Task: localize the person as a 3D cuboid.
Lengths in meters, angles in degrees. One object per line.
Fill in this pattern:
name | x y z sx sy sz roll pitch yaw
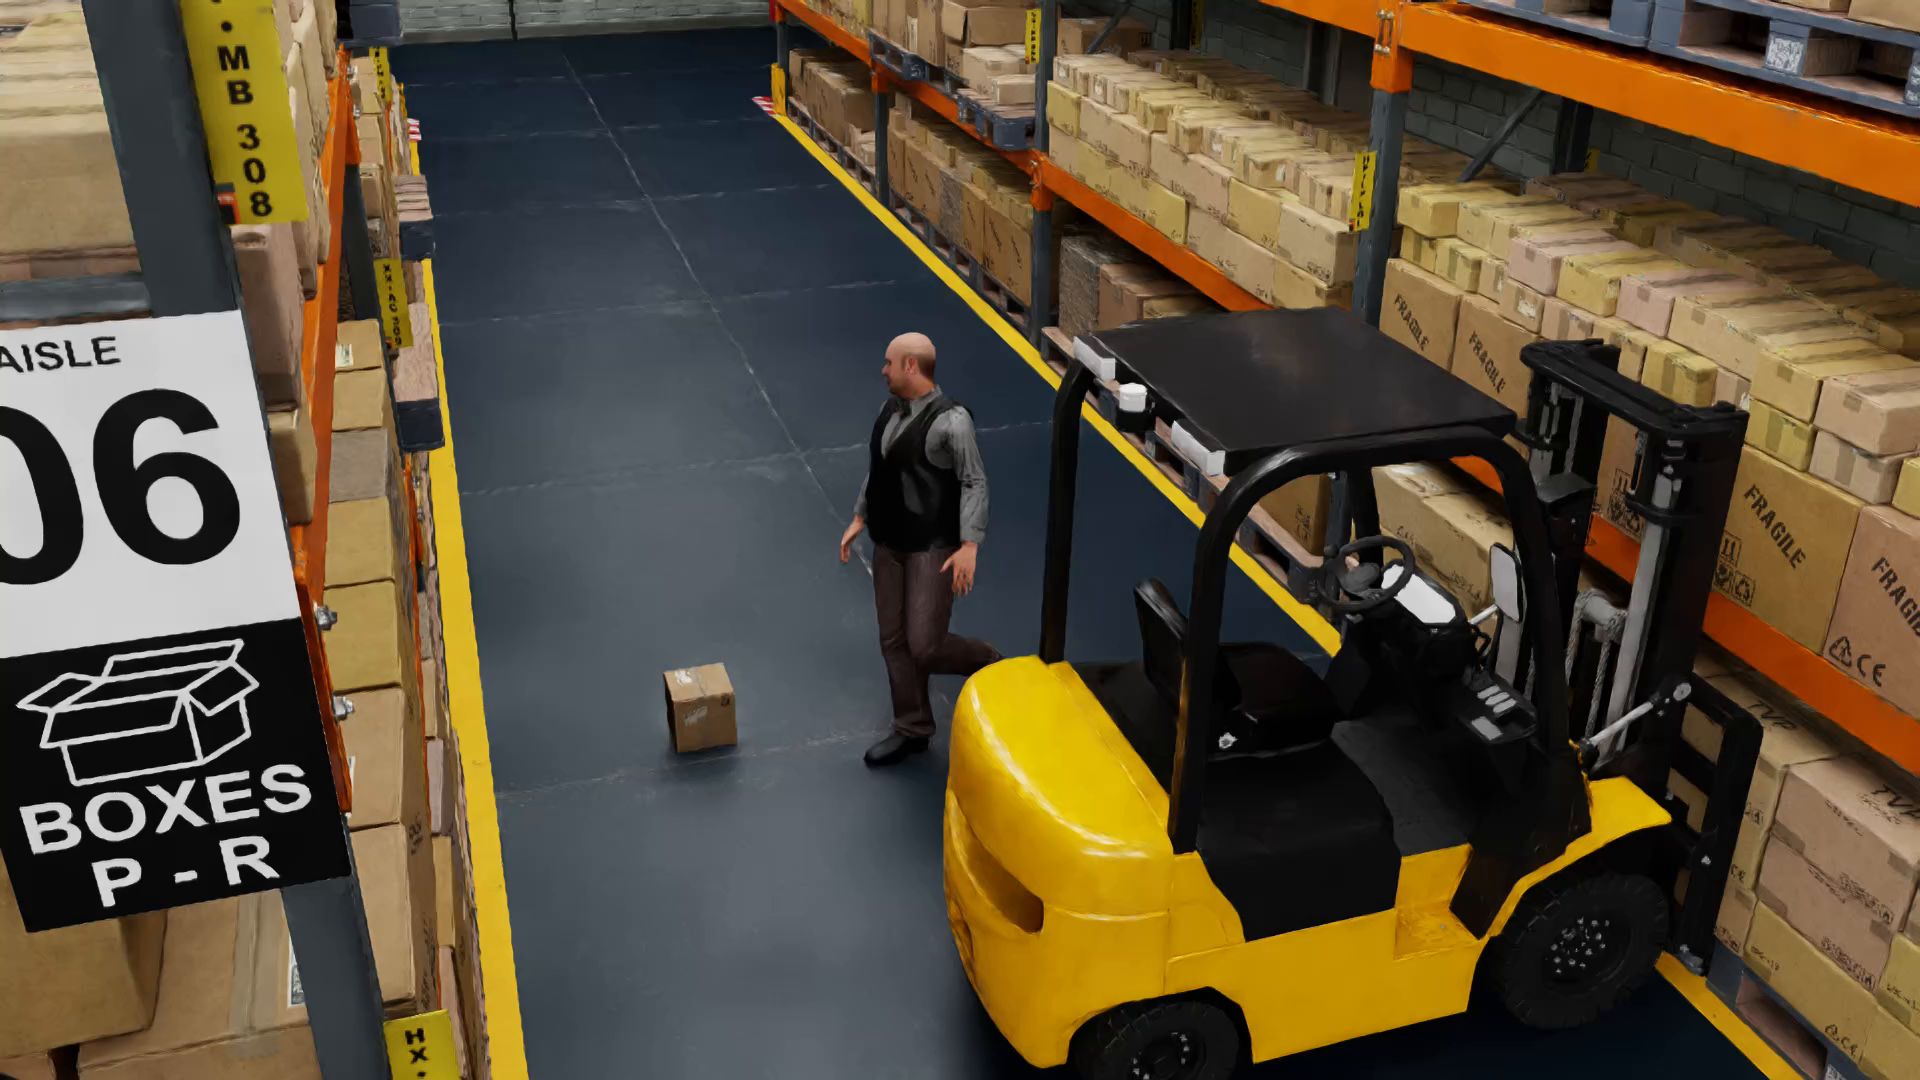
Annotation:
person | -0.174 0.045 6.604 0.672 1.671 0.745 -21 33 -36
